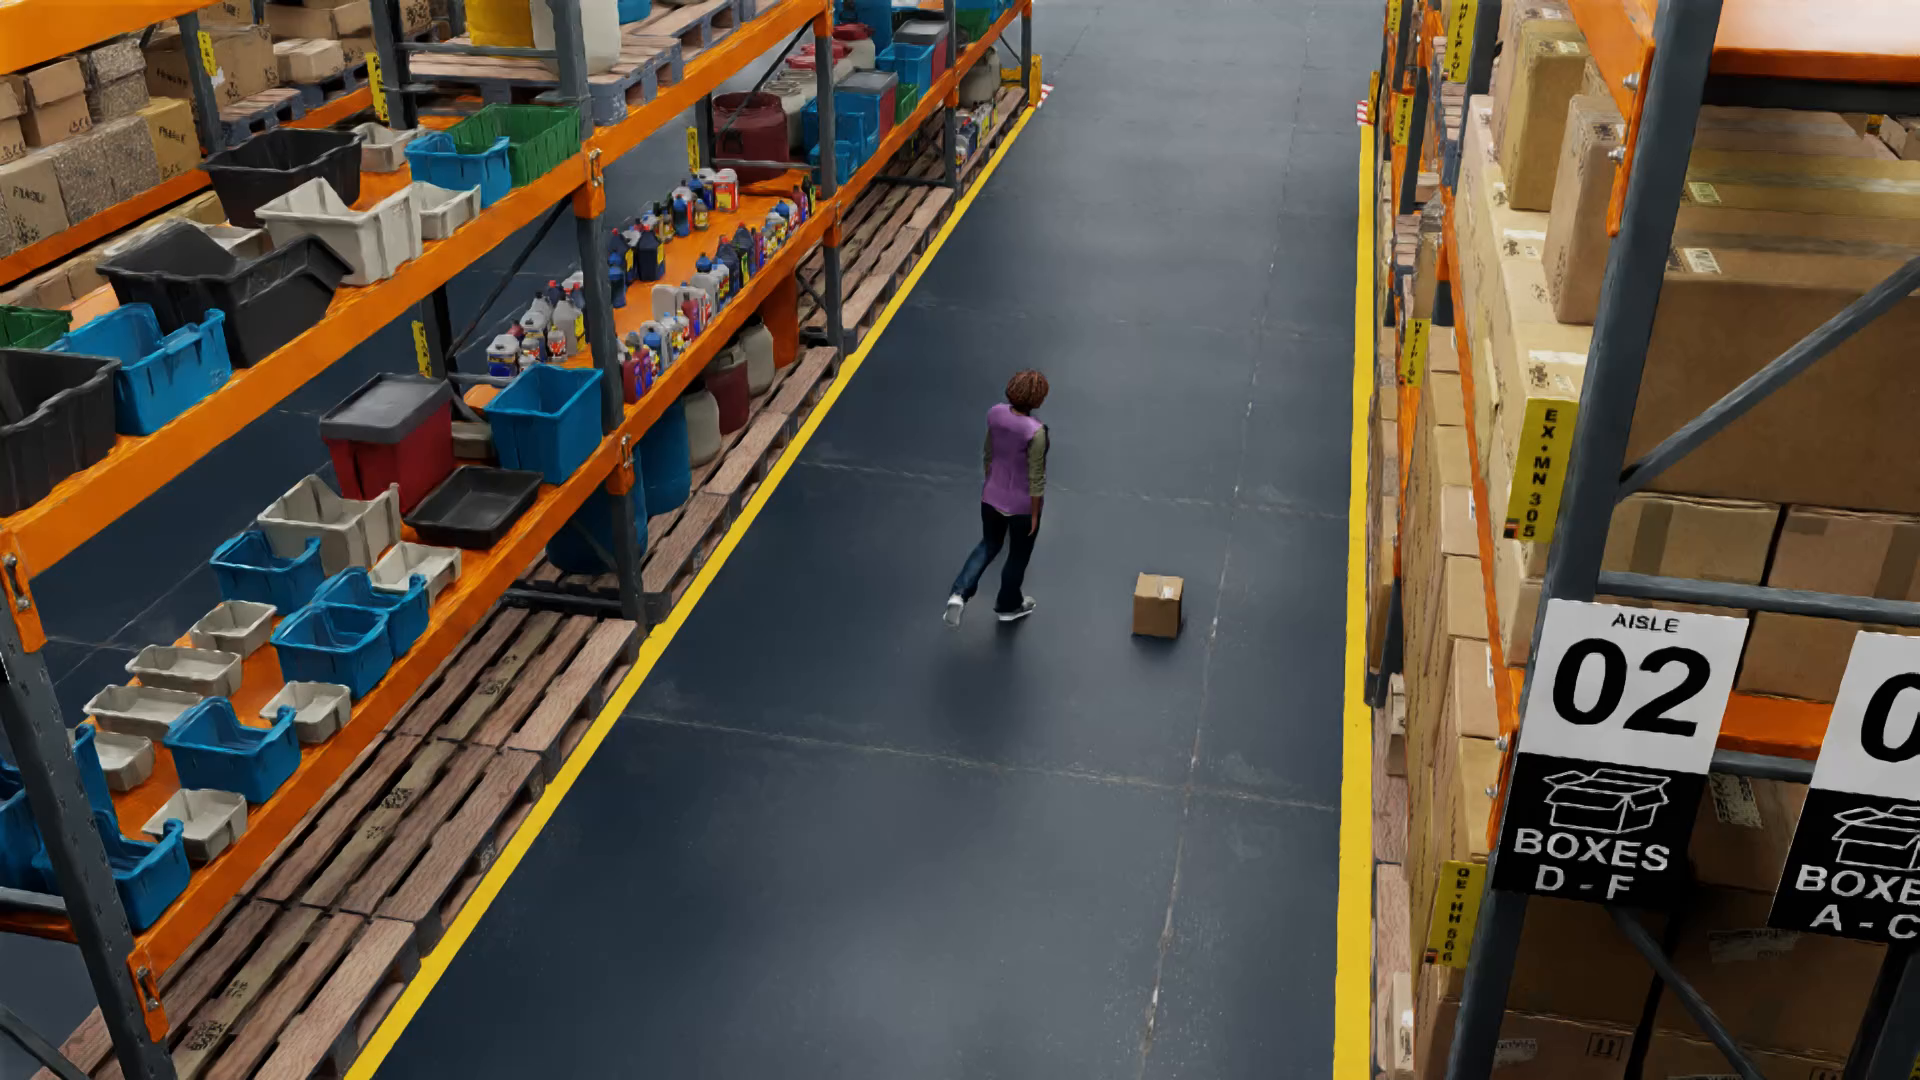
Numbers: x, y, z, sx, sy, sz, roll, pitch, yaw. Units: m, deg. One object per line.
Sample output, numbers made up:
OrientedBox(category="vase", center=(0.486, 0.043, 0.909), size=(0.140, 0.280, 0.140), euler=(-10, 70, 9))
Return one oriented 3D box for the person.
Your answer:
OrientedBox(category="person", center=(0.238, -0.179, 8.919), size=(0.464, 1.582, 0.677), euler=(22, 36, 34))
